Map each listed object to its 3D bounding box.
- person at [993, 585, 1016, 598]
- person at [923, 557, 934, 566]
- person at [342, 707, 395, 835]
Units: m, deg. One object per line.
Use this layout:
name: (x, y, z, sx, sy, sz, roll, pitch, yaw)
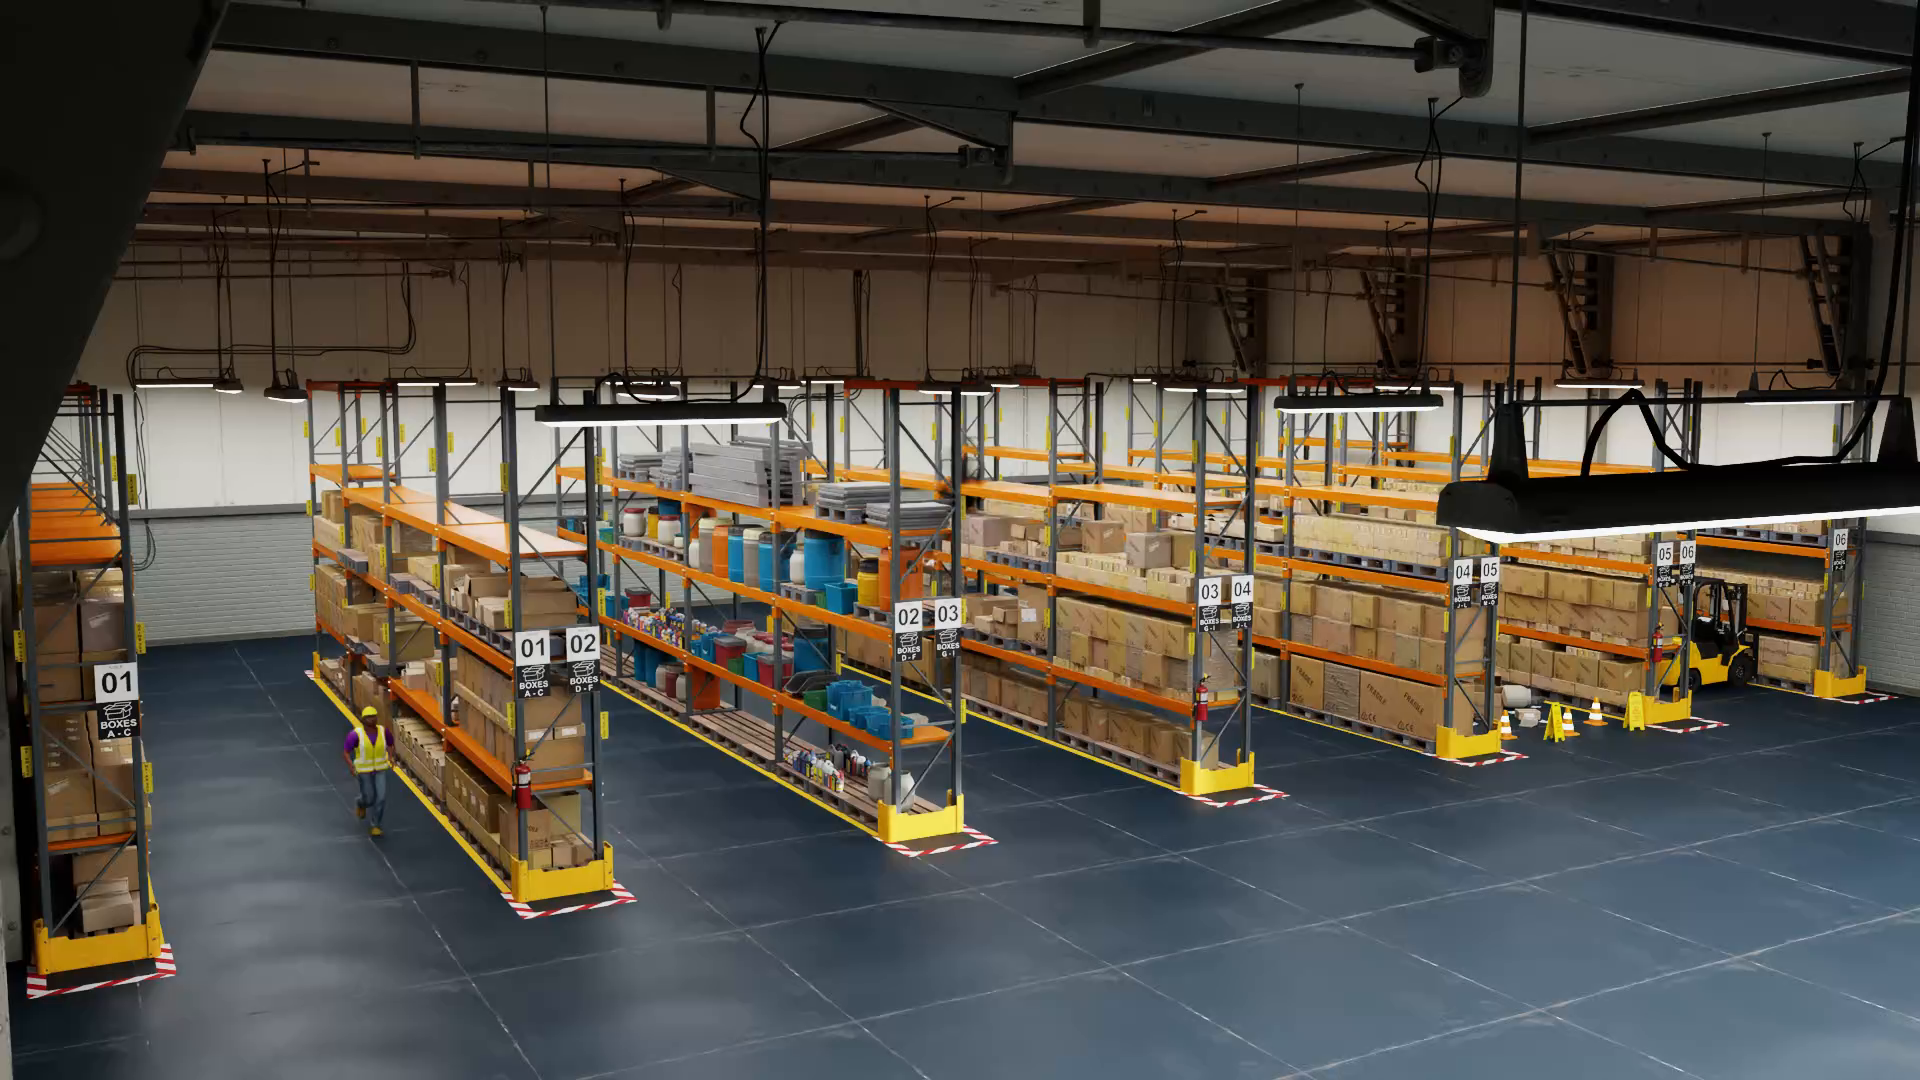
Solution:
person: (1.092, 0.975, 42.247, 0.632, 1.730, 0.689, -3, 7, -30)
person: (-0.855, 1.114, 40.821, 0.724, 1.778, 0.832, 2, 6, 15)
person: (-7.949, 3.100, 22.460, 0.700, 1.734, 0.708, -4, 7, -33)
